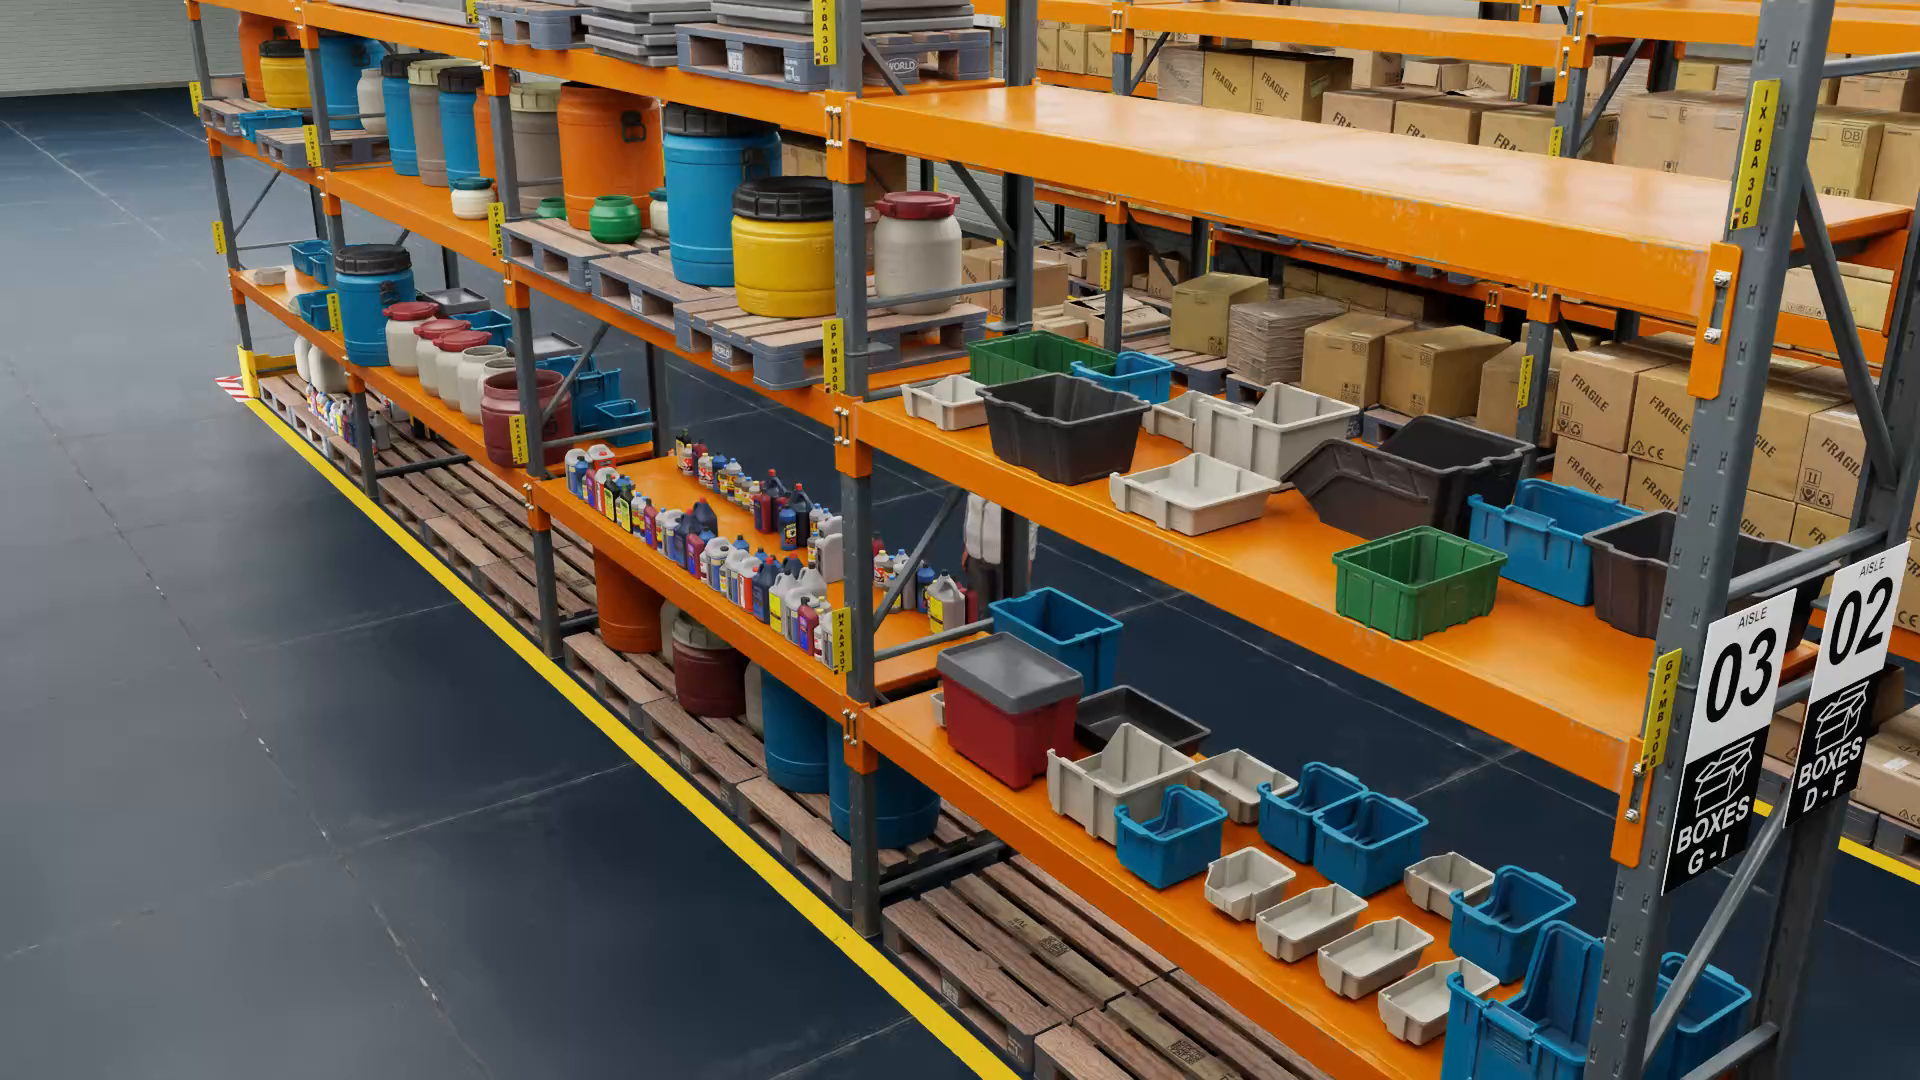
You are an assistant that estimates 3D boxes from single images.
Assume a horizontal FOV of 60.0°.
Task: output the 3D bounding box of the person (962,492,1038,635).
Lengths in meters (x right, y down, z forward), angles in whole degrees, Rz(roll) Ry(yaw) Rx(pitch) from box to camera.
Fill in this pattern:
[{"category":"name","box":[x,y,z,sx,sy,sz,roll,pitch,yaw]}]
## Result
[{"category":"person","box":[0.219,0.109,10.734,0.555,1.782,0.445,16,27,36]}]
